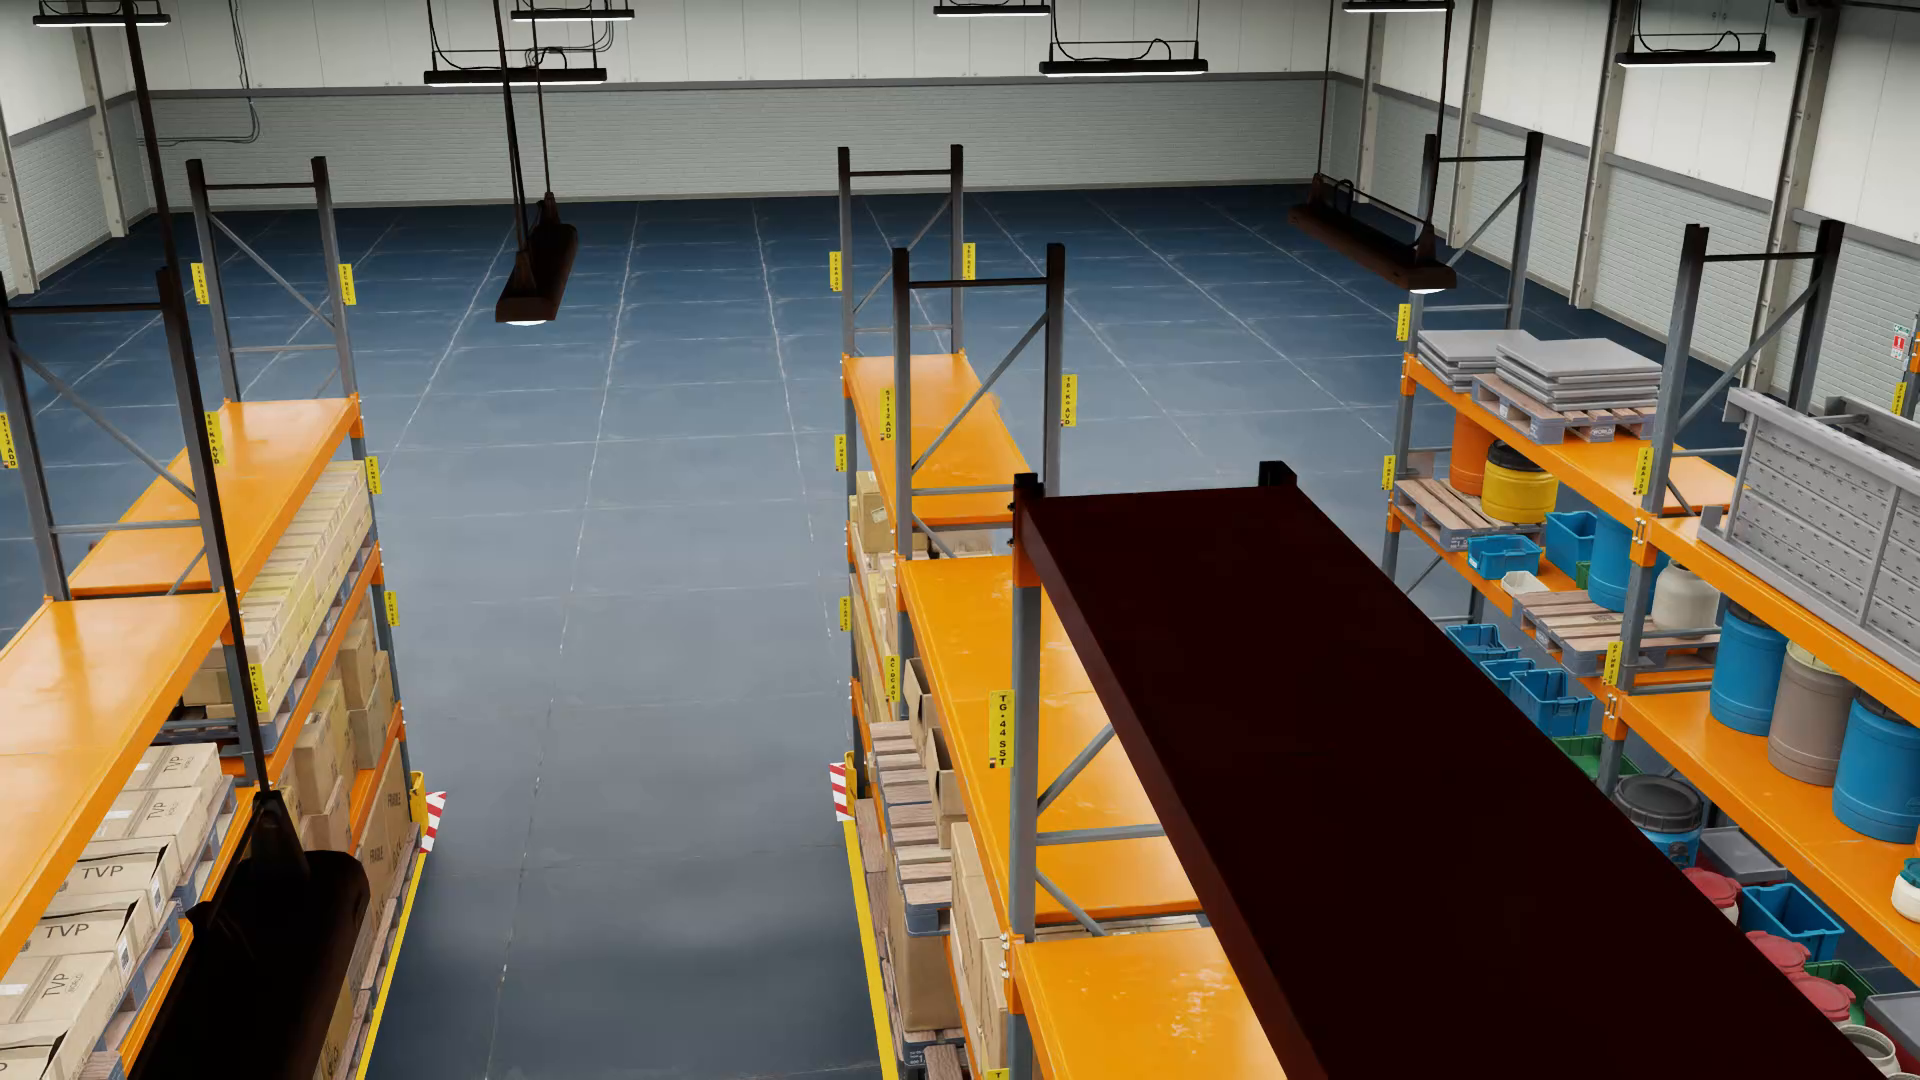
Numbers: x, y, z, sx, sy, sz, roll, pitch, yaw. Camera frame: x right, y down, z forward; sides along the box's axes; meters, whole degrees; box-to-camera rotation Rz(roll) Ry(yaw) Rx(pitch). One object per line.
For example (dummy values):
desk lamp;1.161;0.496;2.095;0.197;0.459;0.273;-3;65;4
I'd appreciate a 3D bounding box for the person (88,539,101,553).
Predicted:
person;-8.782;0.800;17.260;0.550;1.744;0.442;16;27;35
